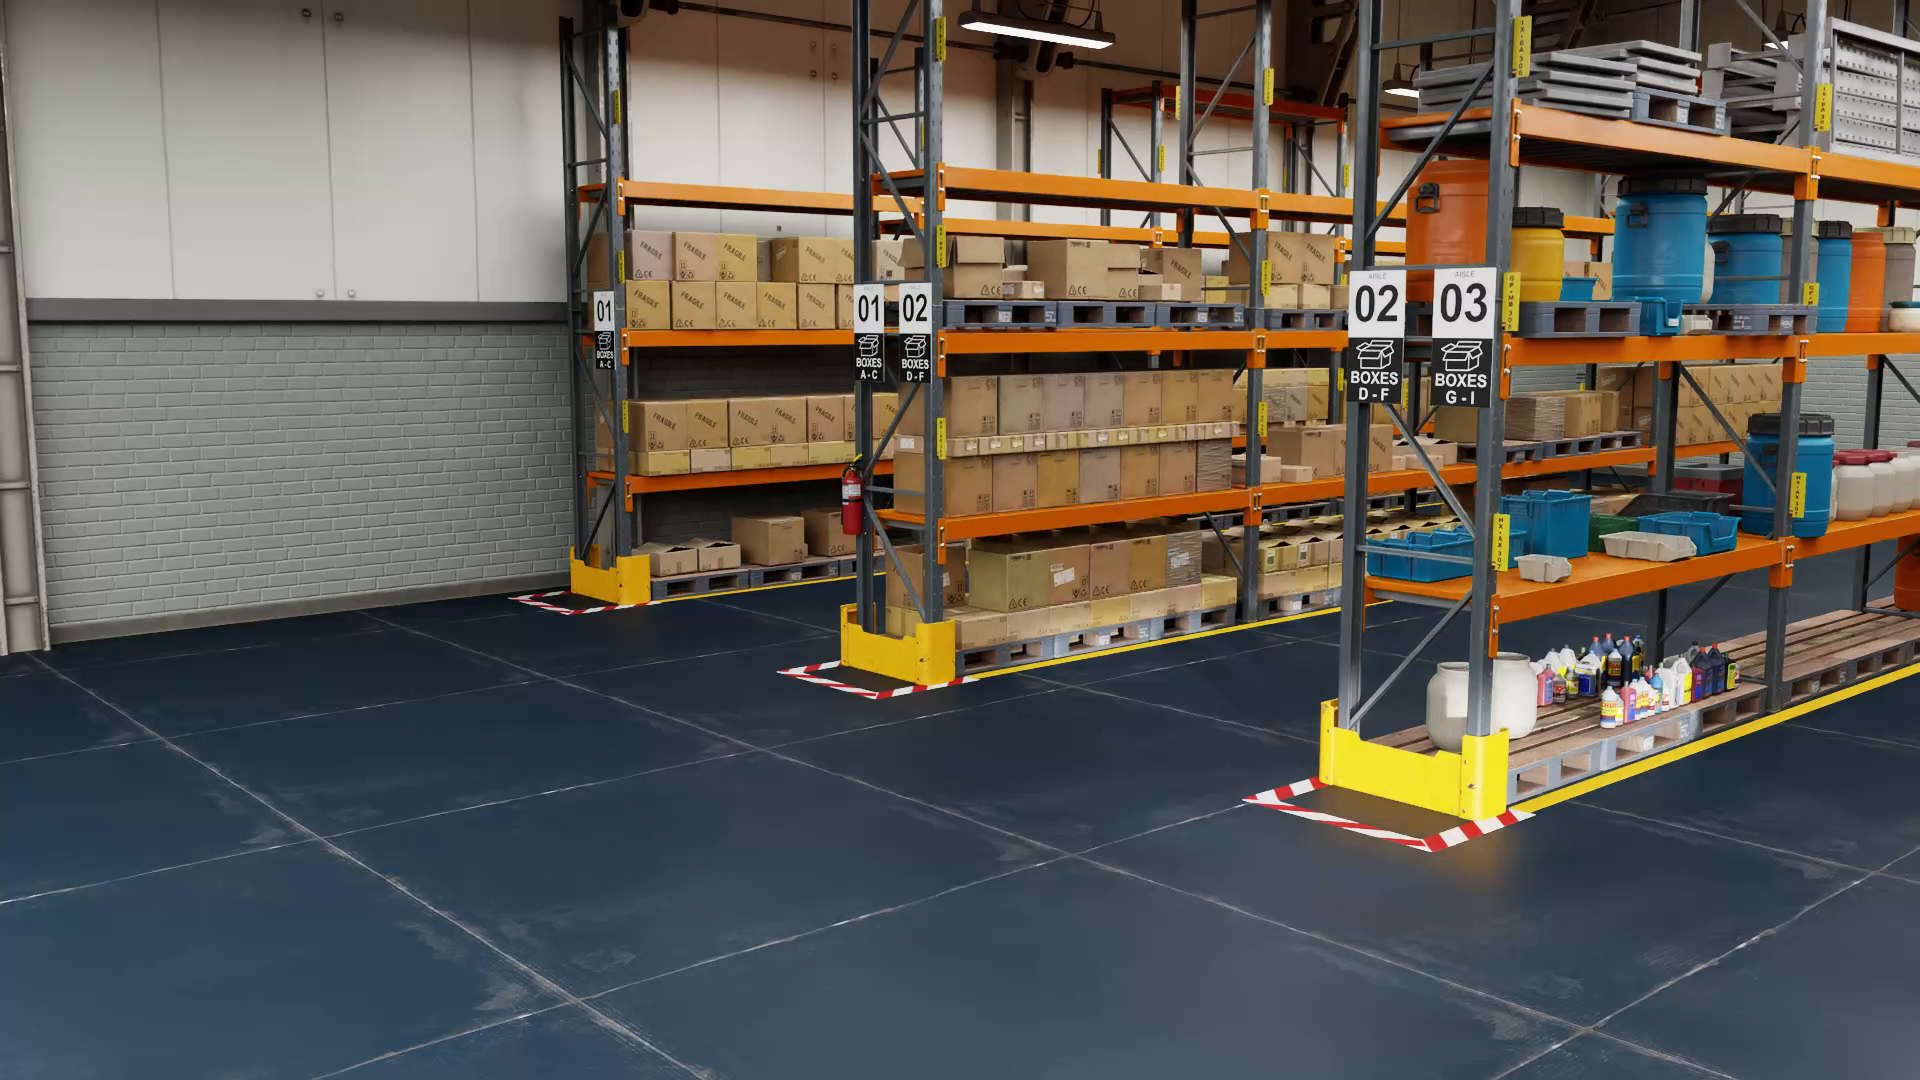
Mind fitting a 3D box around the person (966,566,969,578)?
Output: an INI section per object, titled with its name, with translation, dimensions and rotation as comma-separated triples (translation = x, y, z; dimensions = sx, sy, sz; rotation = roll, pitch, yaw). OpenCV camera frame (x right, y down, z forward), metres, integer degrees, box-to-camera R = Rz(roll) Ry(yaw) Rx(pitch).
[person]
translation = 0.414, 0.263, 16.678
dimensions = 0.804, 0.929, 0.488
rotation = -6, 10, -40
